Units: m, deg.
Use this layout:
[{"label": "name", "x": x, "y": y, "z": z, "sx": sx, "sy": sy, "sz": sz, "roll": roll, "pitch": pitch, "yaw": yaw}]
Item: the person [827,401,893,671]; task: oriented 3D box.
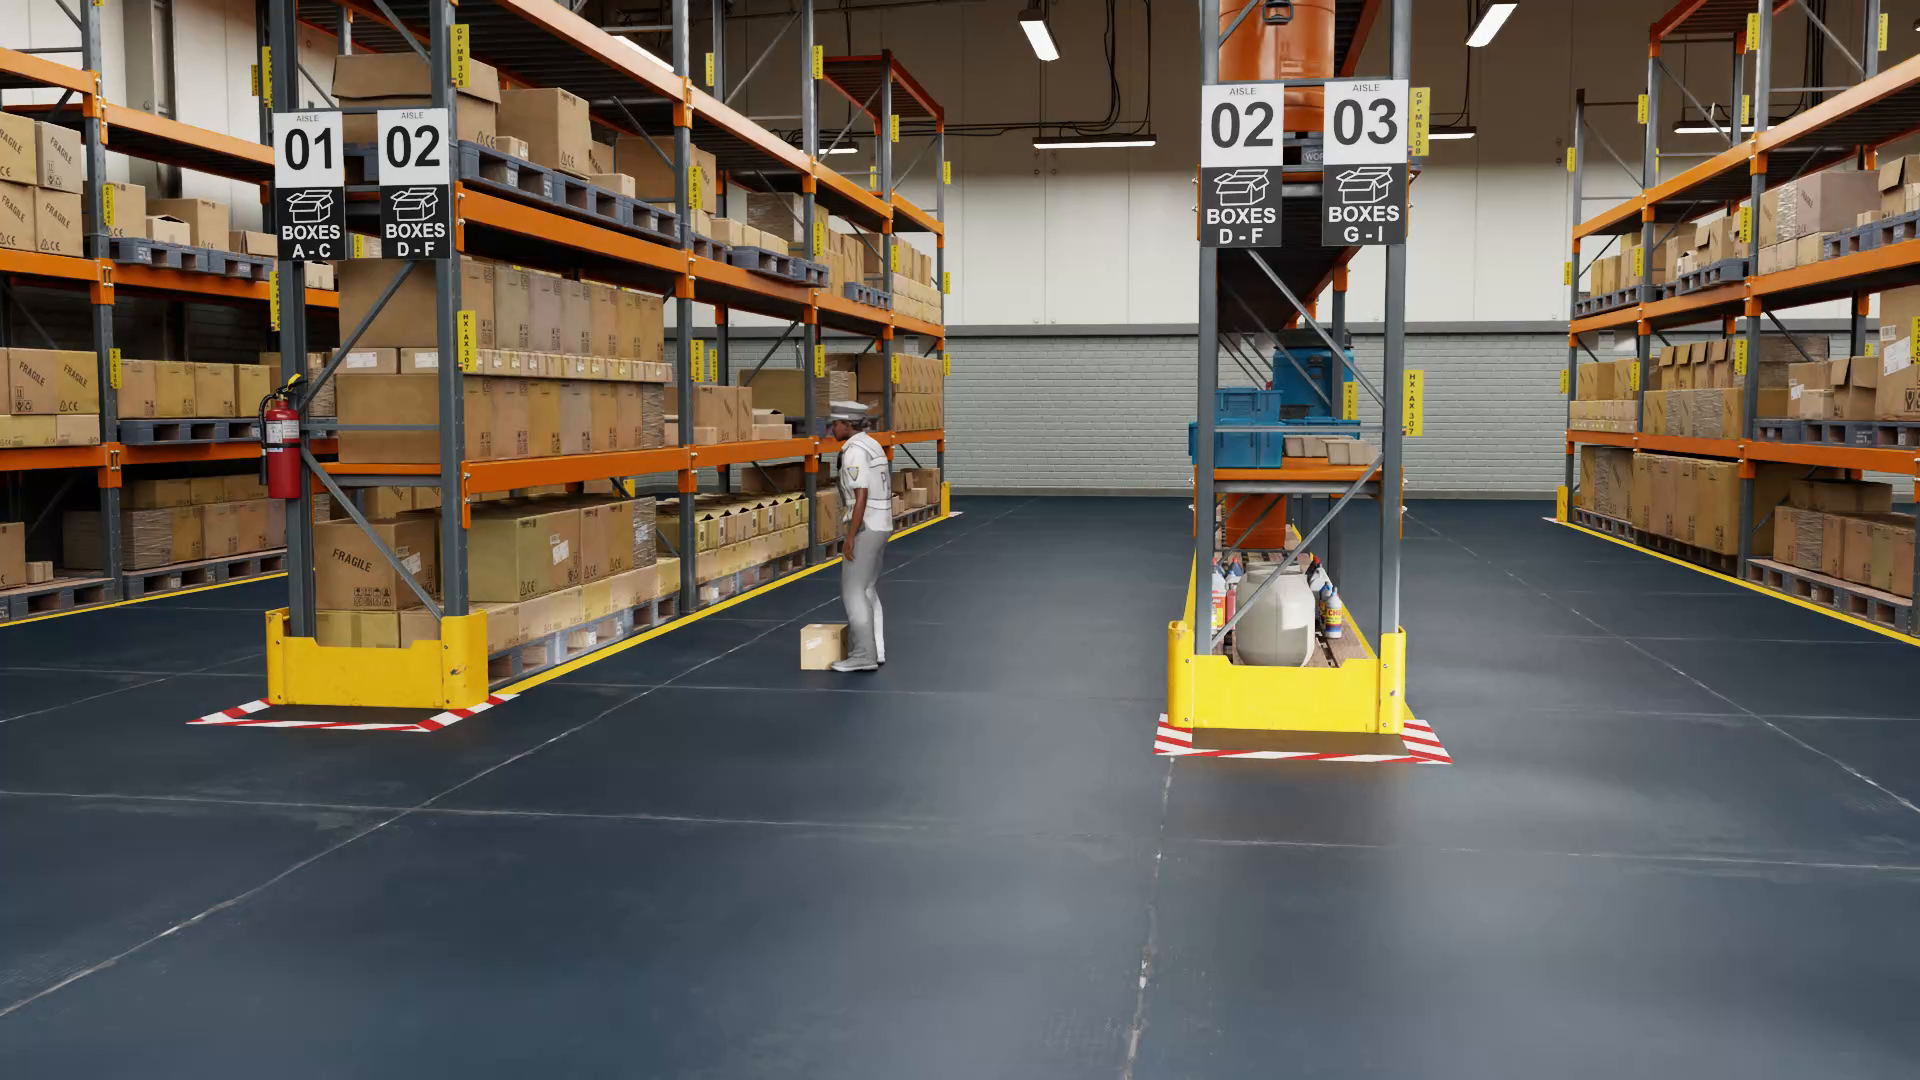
[{"label": "person", "x": -0.618, "y": -0.032, "z": 10.306, "sx": 0.400, "sy": 1.657, "sz": 0.517, "roll": 1, "pitch": 5, "yaw": 8}]
